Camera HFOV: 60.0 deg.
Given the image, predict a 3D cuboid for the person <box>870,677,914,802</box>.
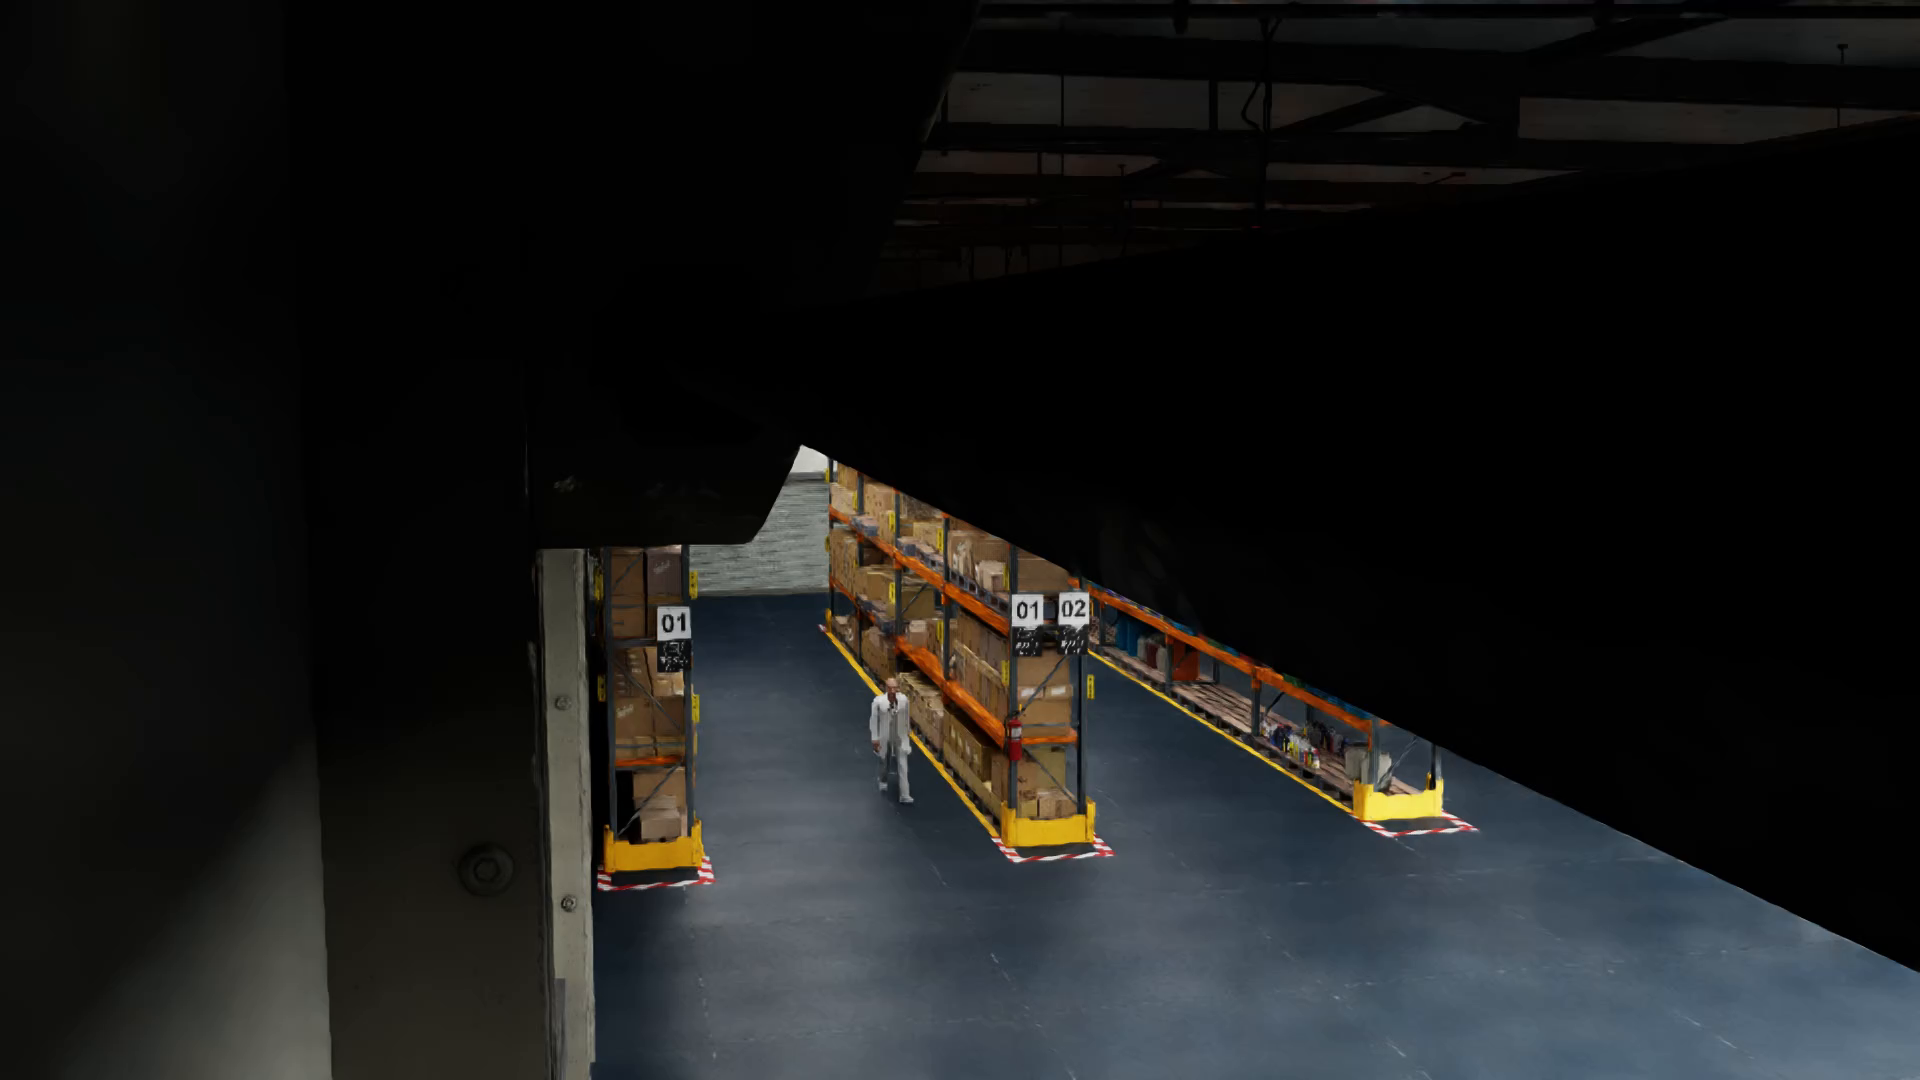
[{"bbox_3d":[-0.957,2.735,23.077,0.585,1.698,1.194,-1,7,-10],"label":"person"}]
